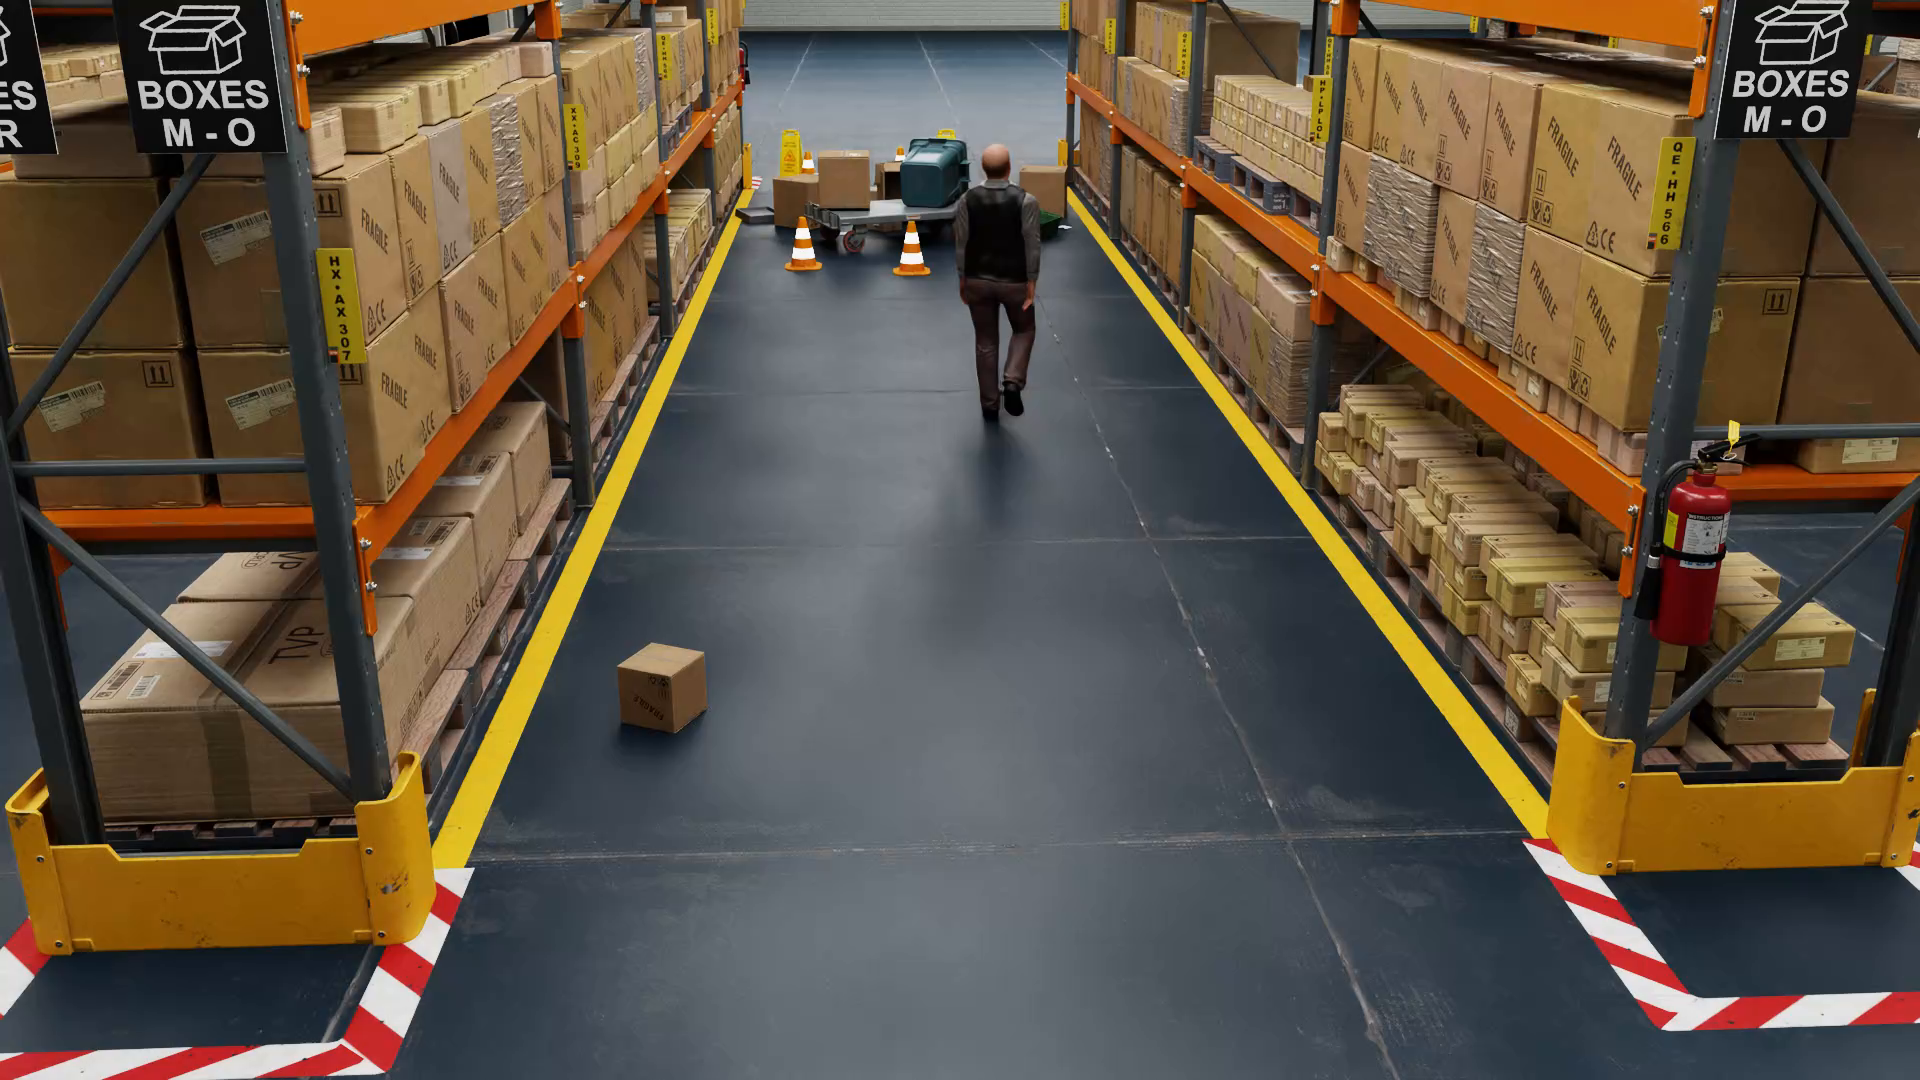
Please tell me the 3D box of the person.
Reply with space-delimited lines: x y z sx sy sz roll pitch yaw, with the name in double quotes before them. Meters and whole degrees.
"person" 0.245 -1.617 10.429 0.537 1.713 0.476 3 20 7
